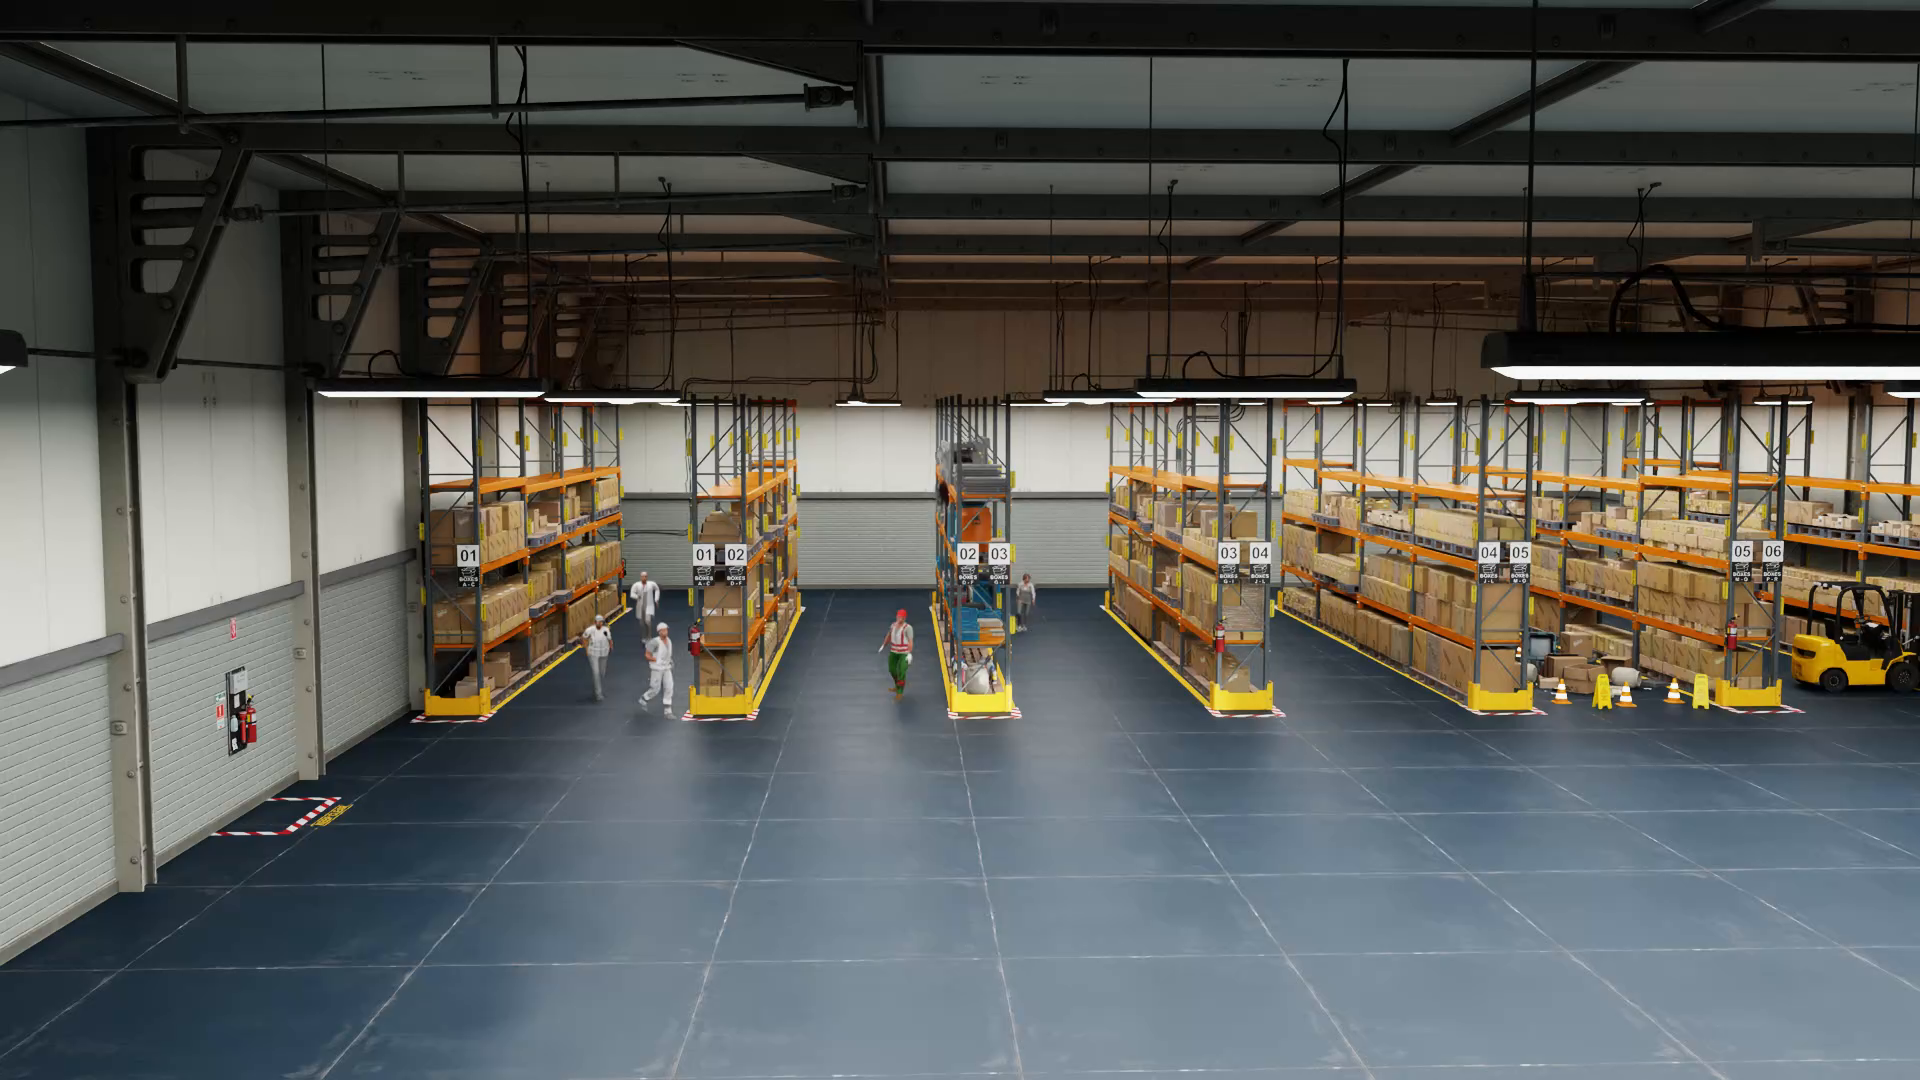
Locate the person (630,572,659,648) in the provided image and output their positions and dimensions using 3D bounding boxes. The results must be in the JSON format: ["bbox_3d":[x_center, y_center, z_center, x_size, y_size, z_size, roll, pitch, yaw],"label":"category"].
[{"bbox_3d":[-7.612,1.679,40.139,0.652,1.847,0.933,0,5,-3],"label":"person"}]

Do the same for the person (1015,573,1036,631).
[{"bbox_3d":[1.681,1.599,42.559,0.535,1.517,0.734,0,5,3],"label":"person"}]

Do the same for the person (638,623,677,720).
[{"bbox_3d":[-5.564,2.406,30.770,0.951,1.771,0.678,4,6,39],"label":"person"}]

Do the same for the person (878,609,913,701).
[{"bbox_3d":[-1.270,2.246,32.985,0.773,1.777,0.782,3,5,33],"label":"person"}]

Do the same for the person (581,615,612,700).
[{"bbox_3d":[-7.217,2.304,33.092,0.582,1.670,0.913,-3,5,-29],"label":"person"}]
